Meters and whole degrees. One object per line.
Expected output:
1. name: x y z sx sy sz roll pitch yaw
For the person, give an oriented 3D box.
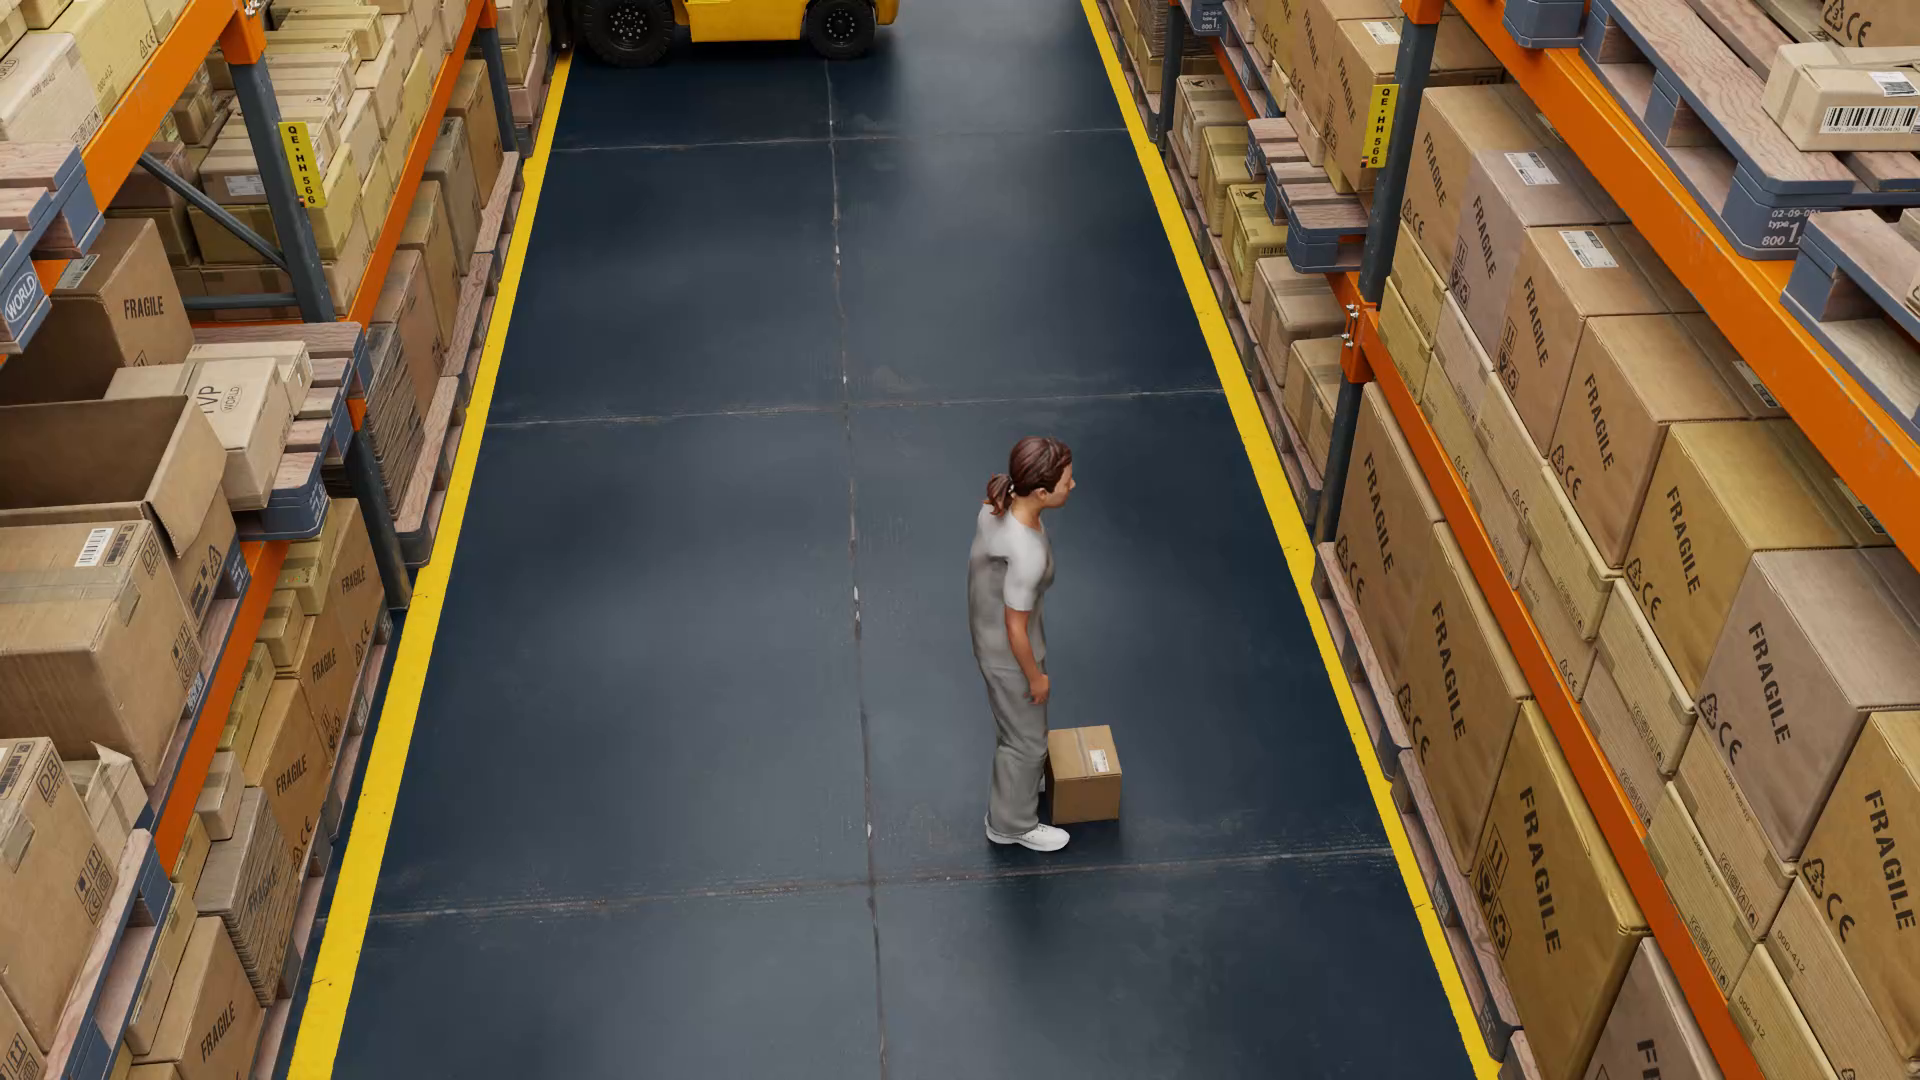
1. person: 0.231 0.347 5.730 0.404 1.673 0.486 -3 39 -4
